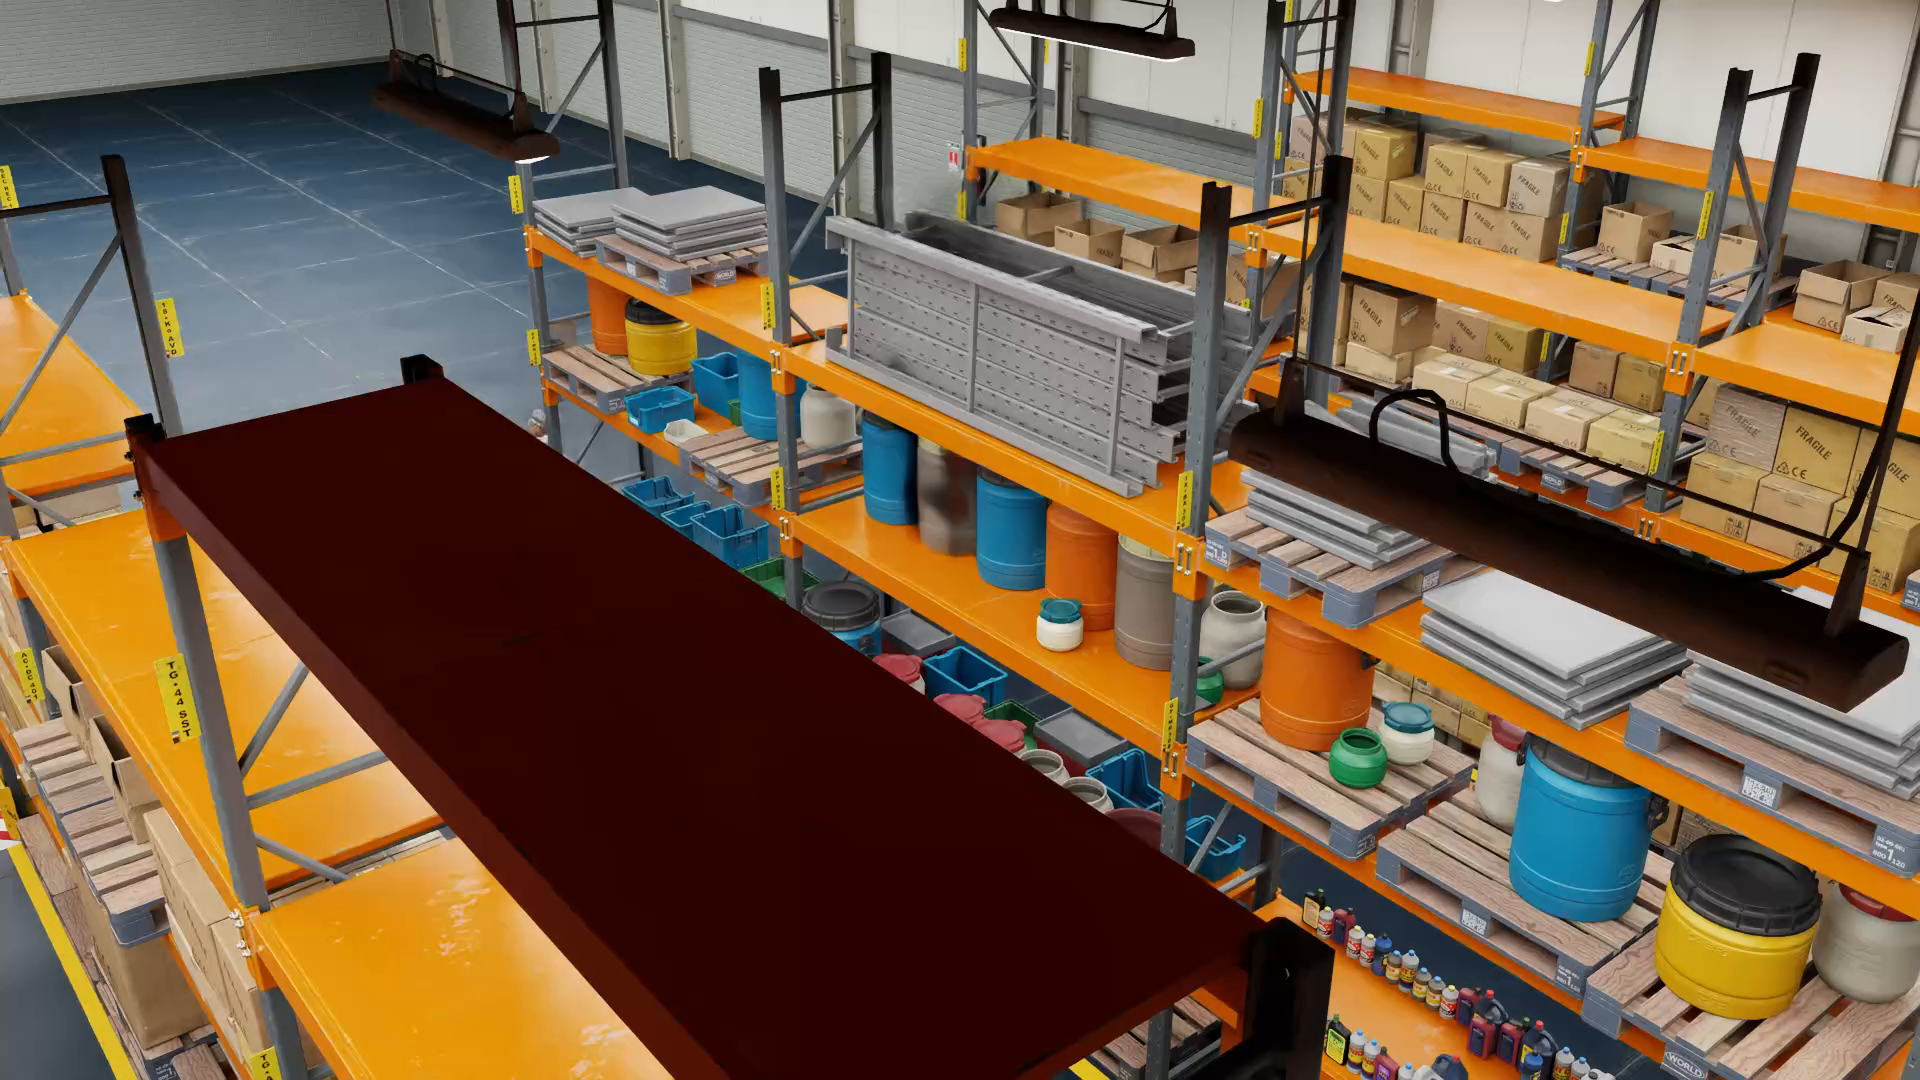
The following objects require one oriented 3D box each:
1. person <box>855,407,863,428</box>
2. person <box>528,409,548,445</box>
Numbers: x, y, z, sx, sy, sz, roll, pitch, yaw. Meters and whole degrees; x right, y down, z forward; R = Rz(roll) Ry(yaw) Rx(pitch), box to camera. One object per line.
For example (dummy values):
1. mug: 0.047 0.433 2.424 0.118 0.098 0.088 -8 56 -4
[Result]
1. person: -1.040 -1.736 20.046 0.665 1.621 0.560 -3 26 -5
2. person: -4.295 -0.510 17.249 0.864 1.819 0.665 0 26 -1
